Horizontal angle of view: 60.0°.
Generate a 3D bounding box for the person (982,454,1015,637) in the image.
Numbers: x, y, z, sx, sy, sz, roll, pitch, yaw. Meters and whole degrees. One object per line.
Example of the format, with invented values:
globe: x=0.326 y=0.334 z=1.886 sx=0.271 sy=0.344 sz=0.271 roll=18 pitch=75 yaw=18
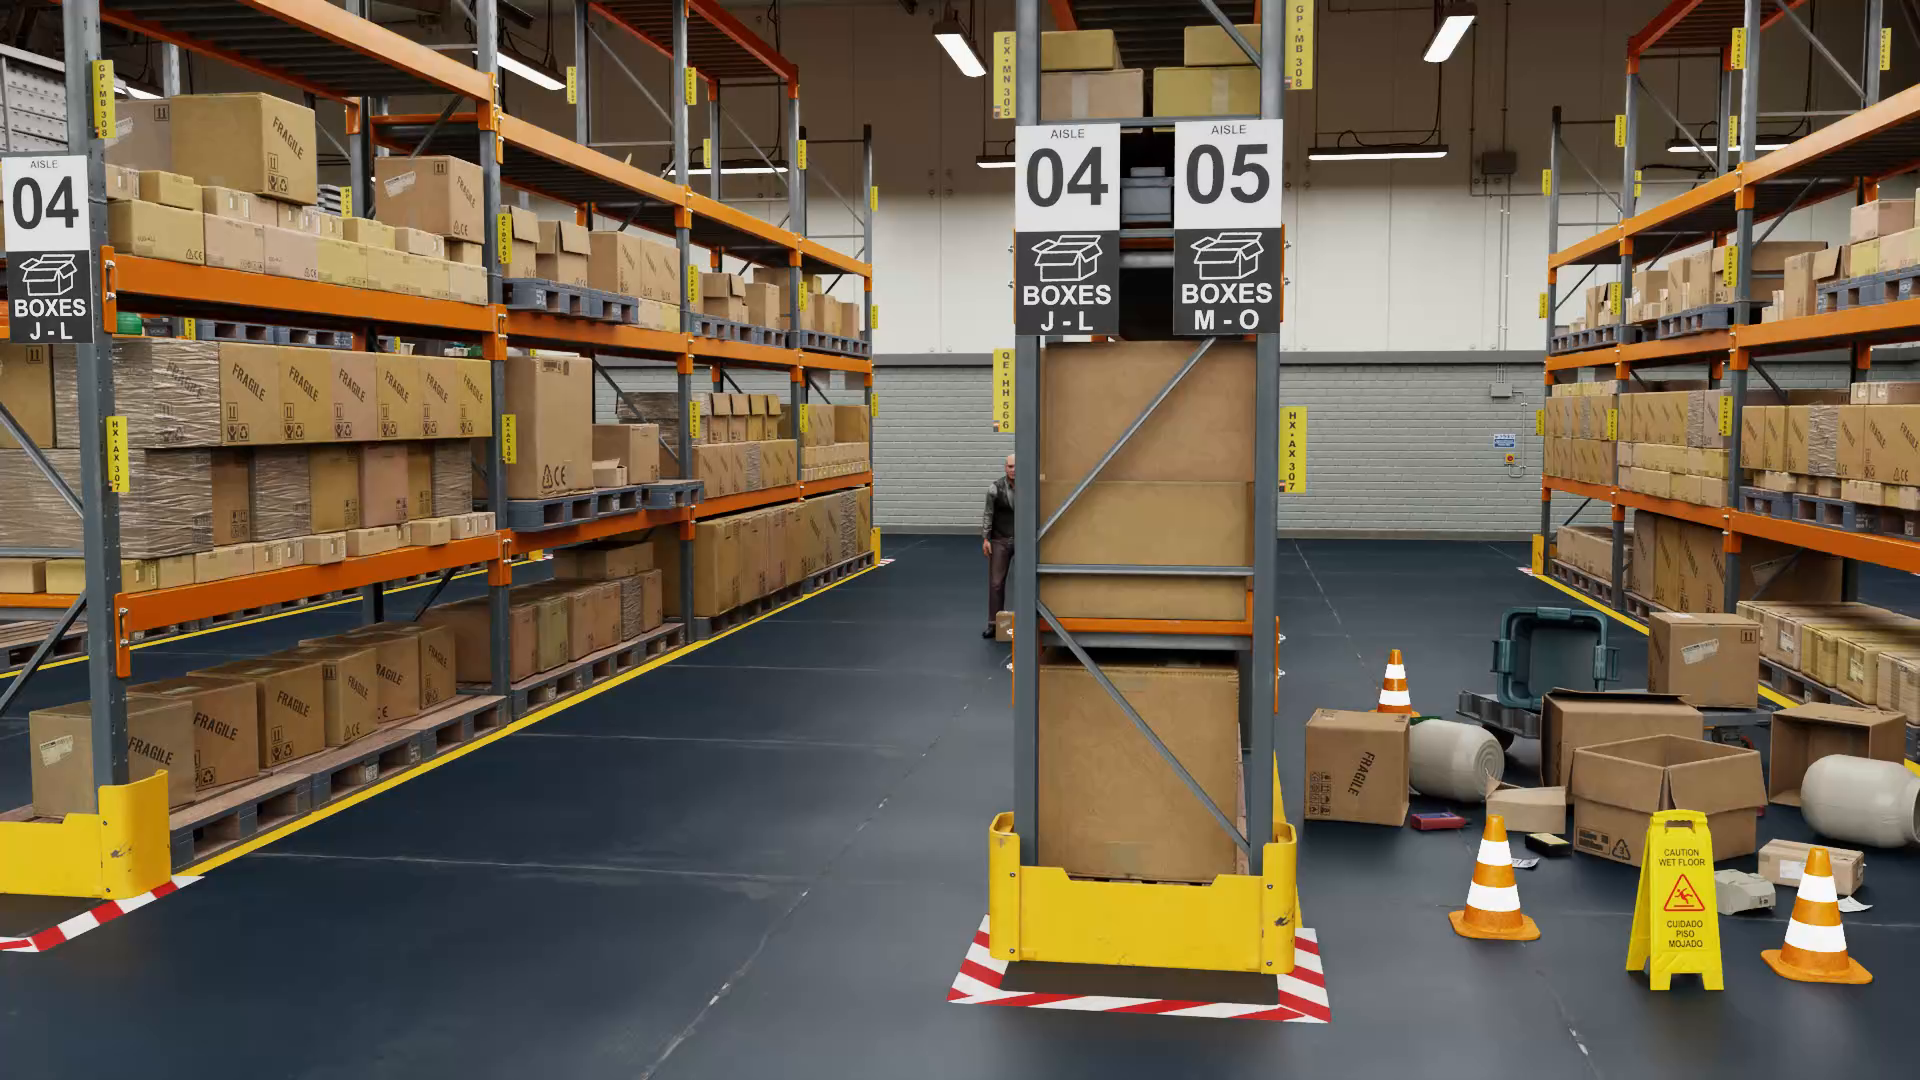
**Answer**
person: x=0.499 y=0.101 z=15.646 sx=0.582 sy=1.618 sz=0.461 roll=1 pitch=4 yaw=8
